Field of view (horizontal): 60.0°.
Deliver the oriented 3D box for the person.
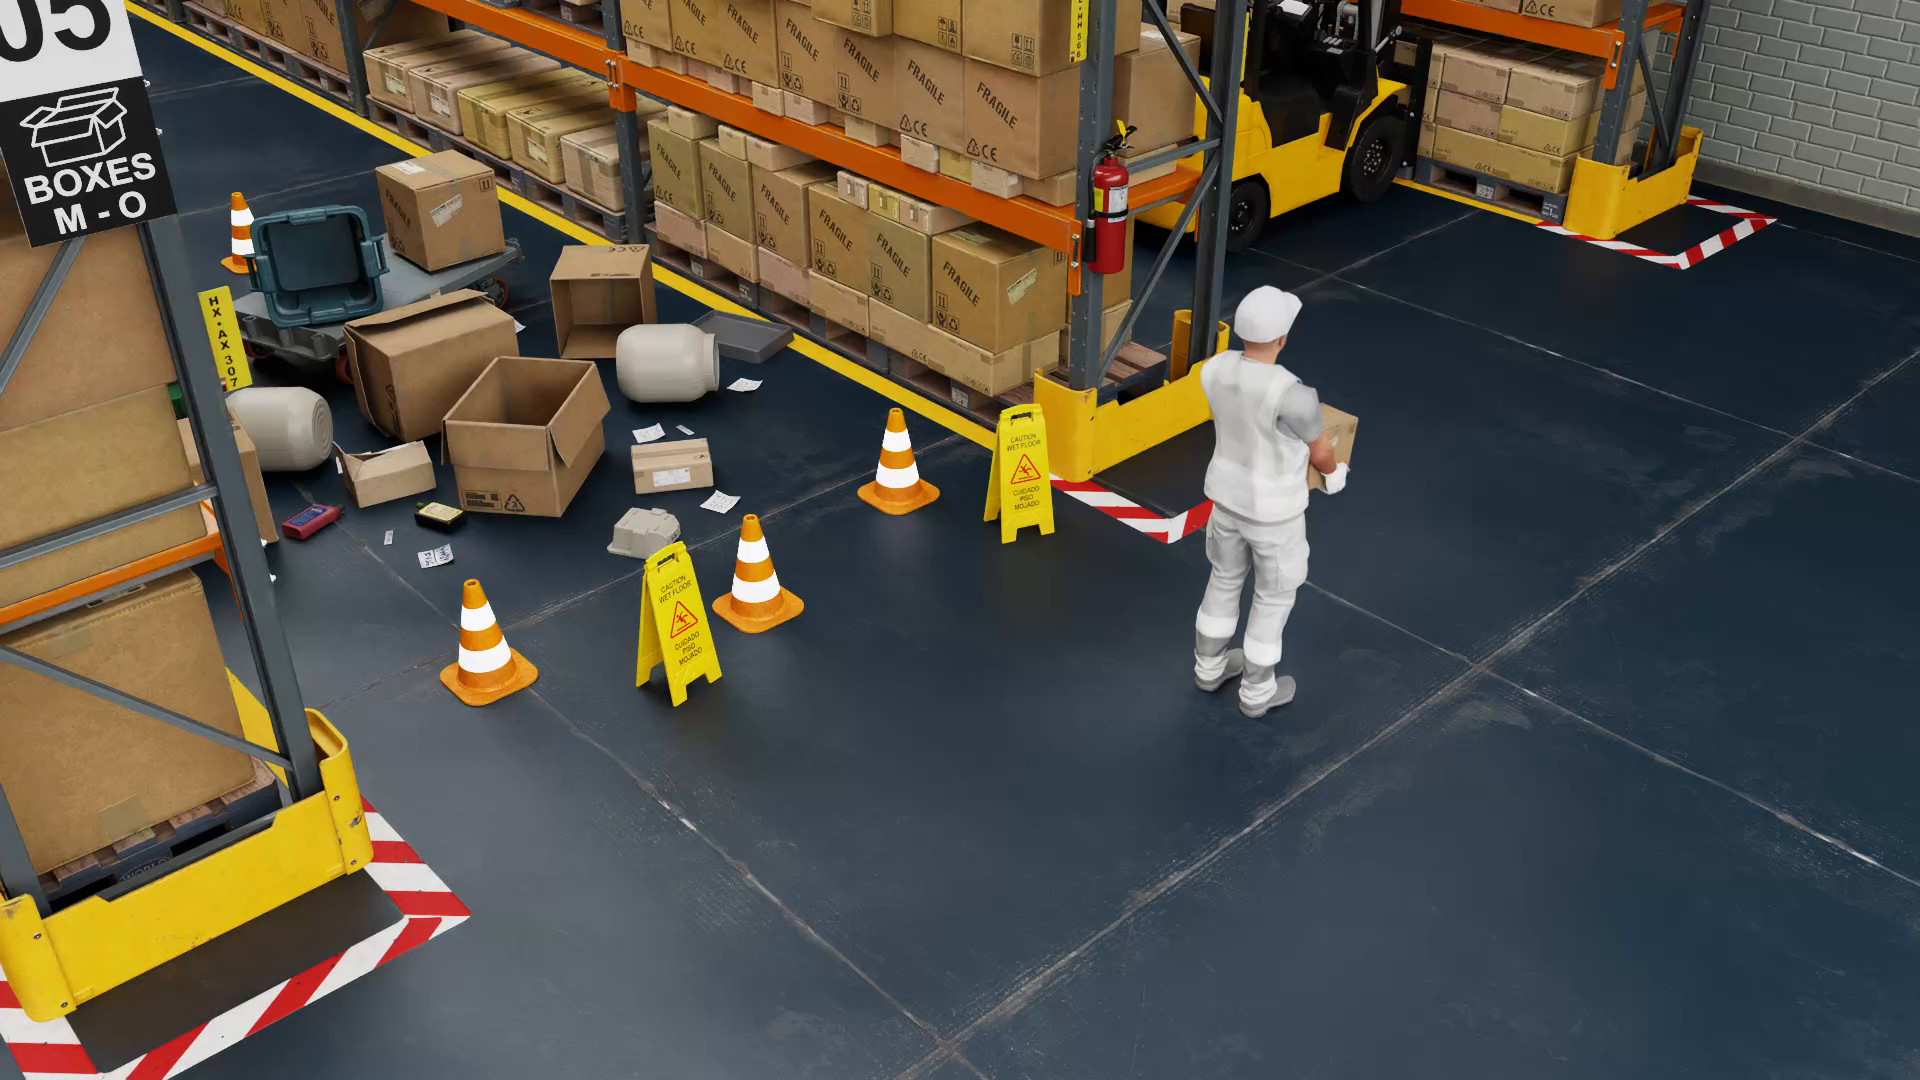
[{"bbox_3d":[1.206,-0.175,6.401,0.554,1.784,0.473,-25,39,-35],"label":"person"}]
